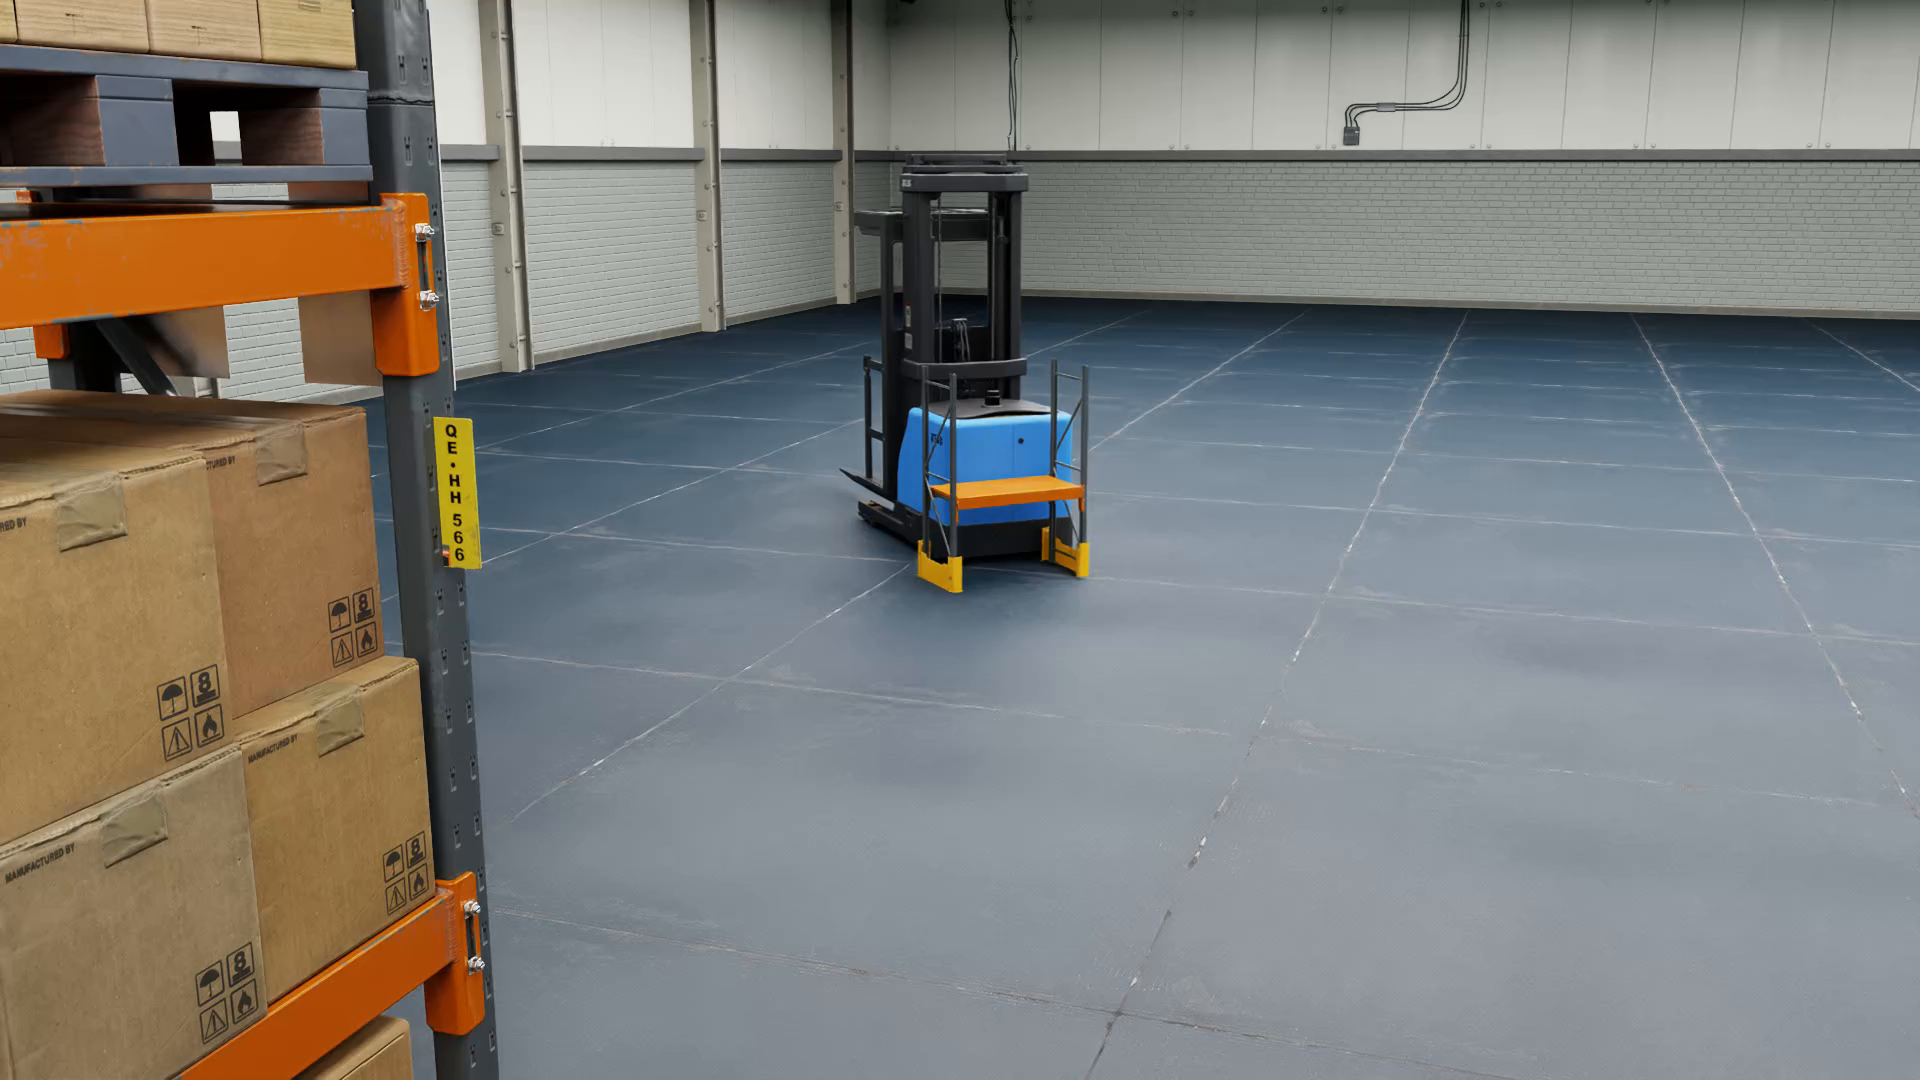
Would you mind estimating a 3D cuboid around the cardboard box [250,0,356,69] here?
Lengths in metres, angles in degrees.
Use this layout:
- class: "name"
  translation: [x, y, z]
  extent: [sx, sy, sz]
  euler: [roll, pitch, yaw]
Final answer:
- class: "cardboard box"
  translation: [-1.370, -0.960, 3.107]
  extent: [0.380, 0.149, 0.250]
  euler: [4, 14, 18]

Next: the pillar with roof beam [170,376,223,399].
- class: "pillar with roof beam"
  translation: [-4.119, -5.212, 15.601]
  extent: [9.100, 9.000, 0.400]
  euler: [4, 14, 18]

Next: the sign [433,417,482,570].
- class: "sign"
  translation: [-1.074, -0.099, 3.545]
  extent: [0.100, 0.325, 0.005]
  euler: [4, 14, 18]

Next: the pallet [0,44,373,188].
- class: "pallet"
  translation: [-1.813, -0.723, 2.872]
  extent: [1.003, 0.211, 1.213]
  euler: [4, 14, 18]

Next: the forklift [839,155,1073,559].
- class: "forklift"
  translation: [-0.185, -1.572, 13.288]
  extent: [1.130, 2.935, 3.031]
  euler: [-5, 14, -22]

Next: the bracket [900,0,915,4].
- class: "bracket"
  translation: [-1.132, -11.628, 35.620]
  extent: [0.235, 0.232, 0.430]
  euler: [4, 14, 18]

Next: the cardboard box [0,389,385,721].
- class: "cardboard box"
  translation: [-1.739, 0.015, 3.417]
  extent: [0.875, 0.550, 0.550]
  euler: [4, 14, 18]

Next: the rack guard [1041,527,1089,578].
- class: "rack guard"
  translation: [0.758, 0.087, 12.043]
  extent: [0.087, 0.250, 0.587]
  euler: [-6, 14, -25]

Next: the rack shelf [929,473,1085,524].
- class: "rack shelf"
  translation: [0.316, -0.300, 11.740]
  extent: [1.000, 0.185, 0.538]
  euler: [-6, 14, -25]

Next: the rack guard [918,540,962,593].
- class: "rack guard"
  translation: [-0.142, 0.182, 11.628]
  extent: [0.087, 0.250, 0.587]
  euler: [-6, 14, -25]

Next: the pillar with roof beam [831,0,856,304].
- class: "pillar with roof beam"
  translation: [1.705, -9.002, 32.206]
  extent: [9.100, 9.000, 0.548]
  euler: [4, 14, 18]

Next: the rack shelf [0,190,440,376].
- class: "rack shelf"
  translation: [-2.230, -0.151, 1.785]
  extent: [1.077, 0.370, 4.000]
  euler: [4, 14, 18]

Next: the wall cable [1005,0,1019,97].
- class: "wall cable"
  translation: [2.396, -10.591, 34.794]
  extent: [3.097, 2.526, 0.112]
  euler: [4, 14, 18]

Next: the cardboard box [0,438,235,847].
- class: "cardboard box"
  translation: [-1.830, 0.138, 2.881]
  extent: [0.875, 0.550, 0.550]
  euler: [4, 14, 18]

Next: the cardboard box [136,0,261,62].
- class: "cardboard box"
  translation: [-1.452, -0.907, 2.874]
  extent: [0.380, 0.149, 0.250]
  euler: [4, 14, 19]

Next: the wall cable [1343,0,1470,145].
- class: "wall cable"
  translation: [8.814, -10.808, 32.476]
  extent: [2.305, 6.003, 0.169]
  euler: [4, 14, 18]

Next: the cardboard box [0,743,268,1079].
- class: "cardboard box"
  translation: [-1.817, 0.665, 2.996]
  extent: [0.875, 0.550, 0.550]
  euler: [4, 14, 18]

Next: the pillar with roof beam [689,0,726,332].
- class: "pillar with roof beam"
  translation: [-0.236, -7.739, 26.671]
  extent: [9.100, 9.000, 0.400]
  euler: [4, 14, 18]

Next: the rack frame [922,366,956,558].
- class: "rack frame"
  translation: [-0.144, -0.427, 11.489]
  extent: [0.032, 1.500, 0.500]
  euler: [-6, 14, -25]

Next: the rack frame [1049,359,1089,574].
- class: "rack frame"
  translation: [0.776, -0.524, 11.912]
  extent: [0.032, 1.500, 0.500]
  euler: [-6, 14, -25]

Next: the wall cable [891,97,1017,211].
- class: "wall cable"
  translation: [-0.164, -8.323, 36.210]
  extent: [3.097, 2.526, 0.112]
  euler: [4, 14, 18]

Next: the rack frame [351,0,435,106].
- class: "rack frame"
  translation: [-1.583, -2.385, 3.216]
  extent: [1.000, 3.000, 0.127]
  euler: [4, 14, 18]

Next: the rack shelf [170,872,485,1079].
- class: "rack shelf"
  translation: [-2.230, 1.311, 2.119]
  extent: [1.077, 0.370, 4.000]
  euler: [4, 14, 18]

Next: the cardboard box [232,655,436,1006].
- class: "cardboard box"
  translation: [-1.660, 0.548, 3.511]
  extent: [0.875, 0.550, 0.550]
  euler: [4, 14, 18]

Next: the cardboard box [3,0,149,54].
- class: "cardboard box"
  translation: [-1.534, -0.853, 2.637]
  extent: [0.380, 0.149, 0.250]
  euler: [5, 14, 19]

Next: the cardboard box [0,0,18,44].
- class: "cardboard box"
  translation: [-1.617, -0.799, 2.404]
  extent: [0.380, 0.149, 0.250]
  euler: [4, 14, 19]

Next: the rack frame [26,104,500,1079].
- class: "rack frame"
  translation: [-1.583, 0.539, 3.884]
  extent: [1.000, 3.000, 0.127]
  euler: [4, 14, 18]

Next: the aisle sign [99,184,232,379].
- class: "aisle sign"
  translation: [-1.844, -0.765, 3.755]
  extent: [0.394, 0.787, 0.004]
  euler: [4, 14, 18]

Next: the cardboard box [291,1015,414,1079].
- class: "cardboard box"
  translation: [-1.740, 1.518, 3.427]
  extent: [0.875, 0.875, 0.875]
  euler: [4, 14, 19]

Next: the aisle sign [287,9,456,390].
- class: "aisle sign"
  translation: [-1.276, -0.721, 3.565]
  extent: [0.394, 0.787, 0.004]
  euler: [4, 14, 18]

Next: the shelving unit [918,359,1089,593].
- class: "shelving unit"
  translation: [0.308, -0.475, 11.697]
  extent: [1.083, 1.500, 0.587]
  euler: [-6, 14, -25]

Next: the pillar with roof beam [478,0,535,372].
- class: "pillar with roof beam"
  translation: [-2.178, -6.475, 21.136]
  extent: [9.100, 9.000, 0.400]
  euler: [4, 14, 18]
